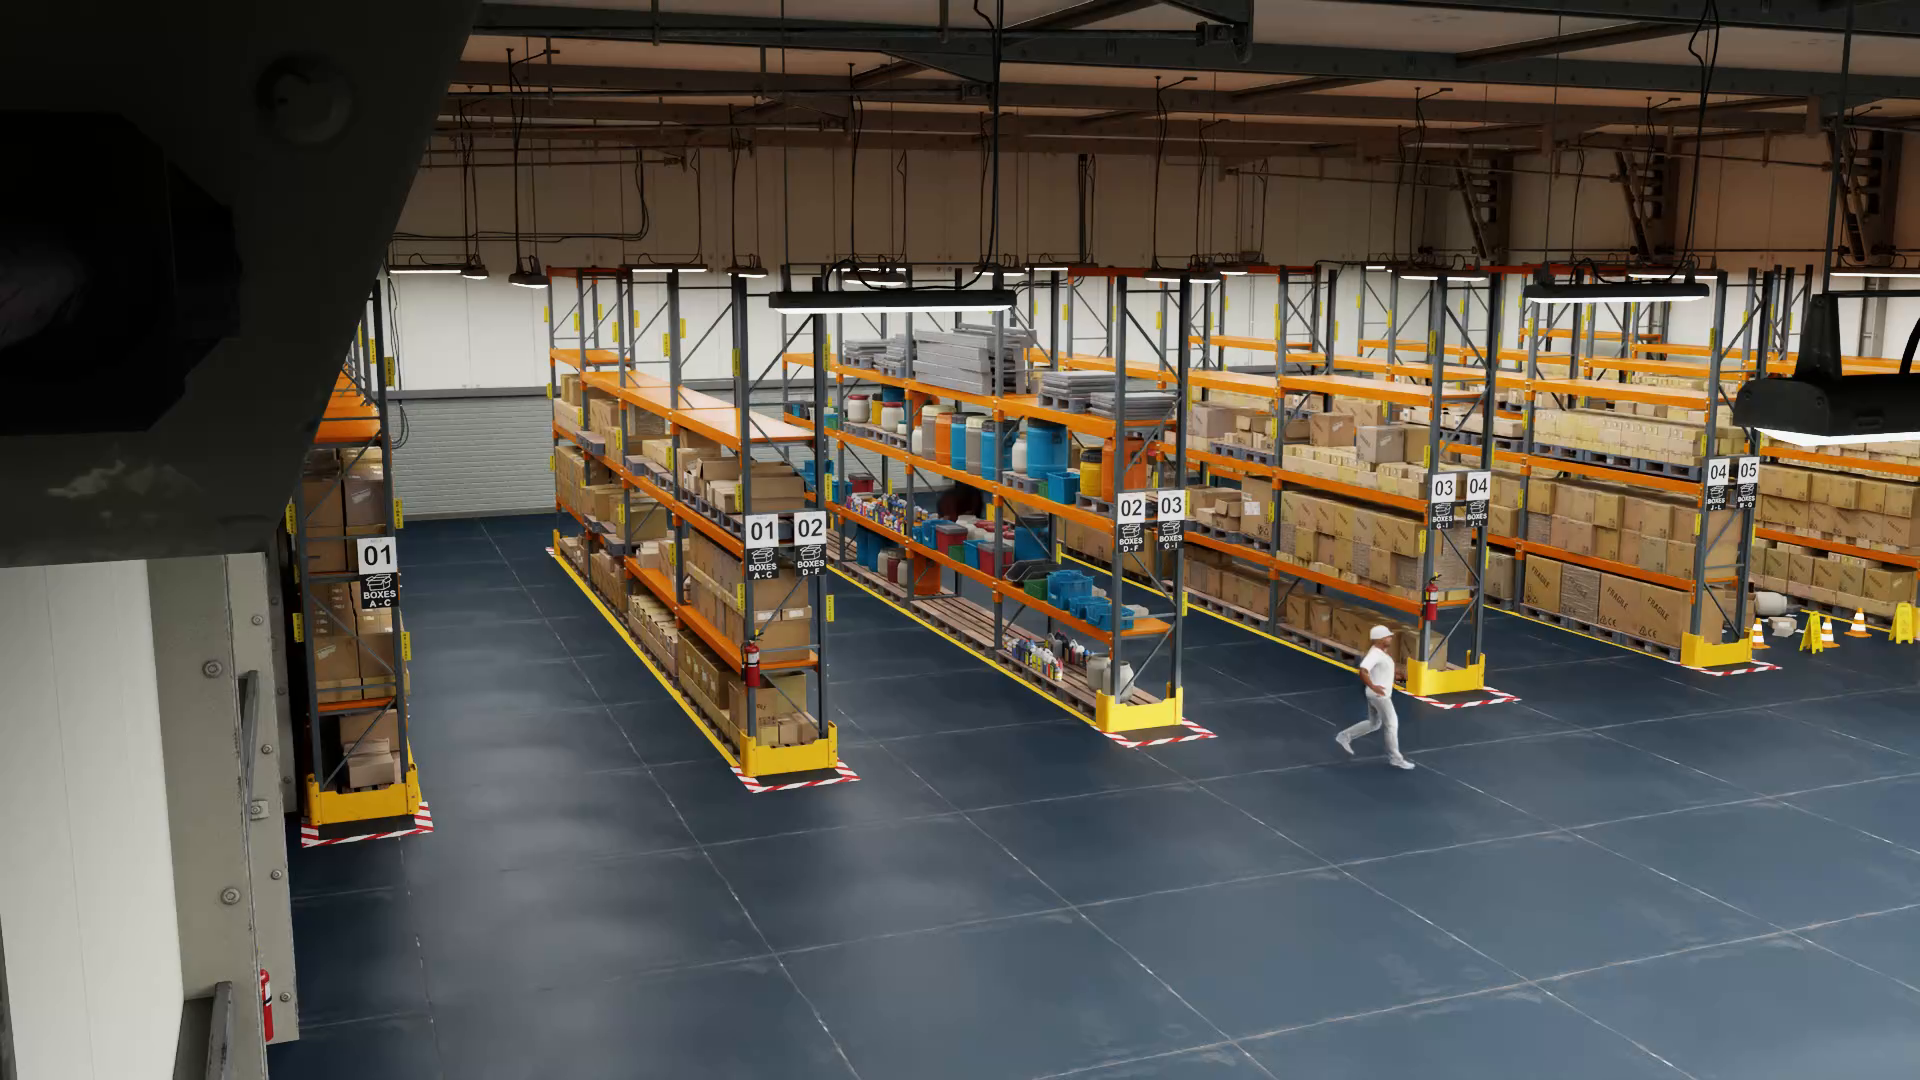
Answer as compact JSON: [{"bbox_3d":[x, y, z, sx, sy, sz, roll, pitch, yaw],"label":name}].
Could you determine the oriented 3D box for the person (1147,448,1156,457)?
[{"bbox_3d":[4.625,-1.589,40.812,0.690,1.747,0.955,9,14,43],"label":"person"}]

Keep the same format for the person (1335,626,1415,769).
[{"bbox_3d":[5.145,1.924,20.512,0.971,1.774,0.700,2,10,10],"label":"person"}]
